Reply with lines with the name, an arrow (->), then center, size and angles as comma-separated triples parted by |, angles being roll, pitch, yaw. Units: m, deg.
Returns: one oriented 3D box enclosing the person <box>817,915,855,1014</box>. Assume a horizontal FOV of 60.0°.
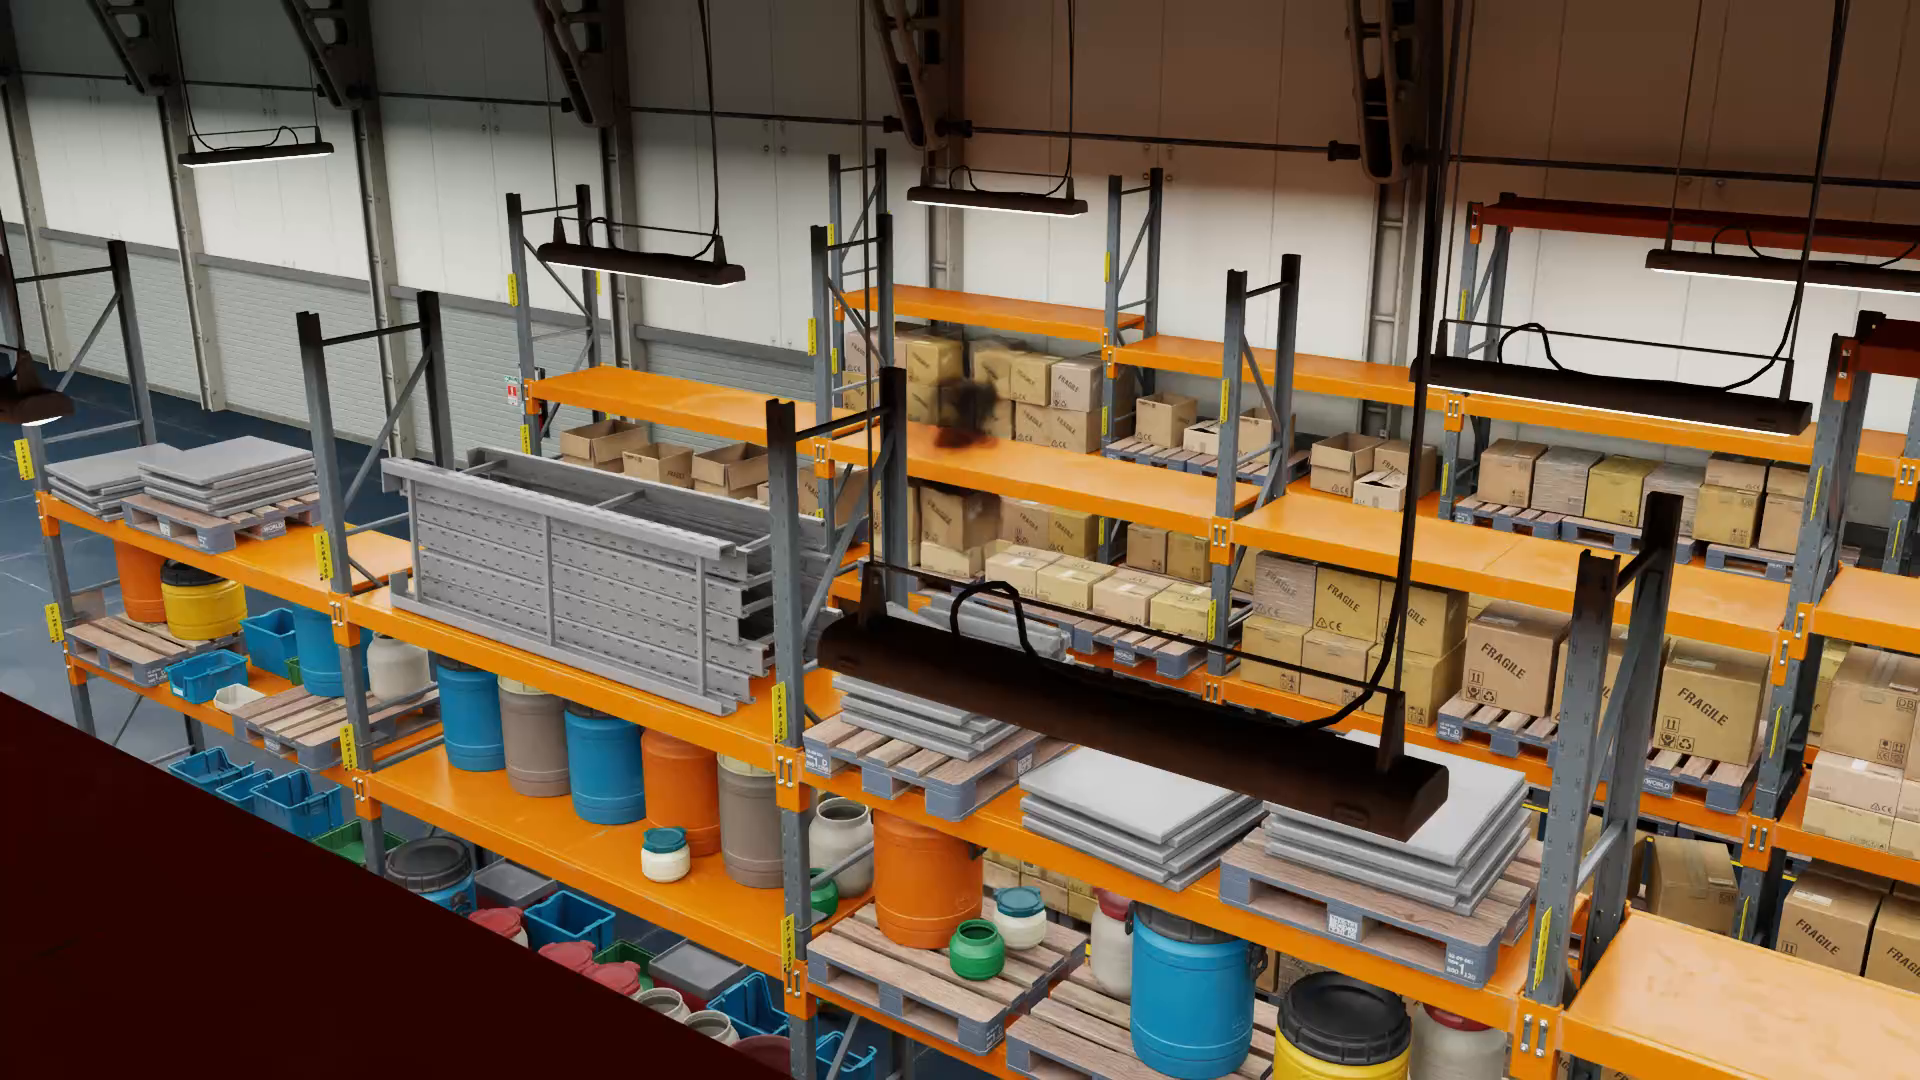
person -> -0.865, 3.025, 13.180 | 0.839, 1.792, 0.686 | 10, 21, 28
